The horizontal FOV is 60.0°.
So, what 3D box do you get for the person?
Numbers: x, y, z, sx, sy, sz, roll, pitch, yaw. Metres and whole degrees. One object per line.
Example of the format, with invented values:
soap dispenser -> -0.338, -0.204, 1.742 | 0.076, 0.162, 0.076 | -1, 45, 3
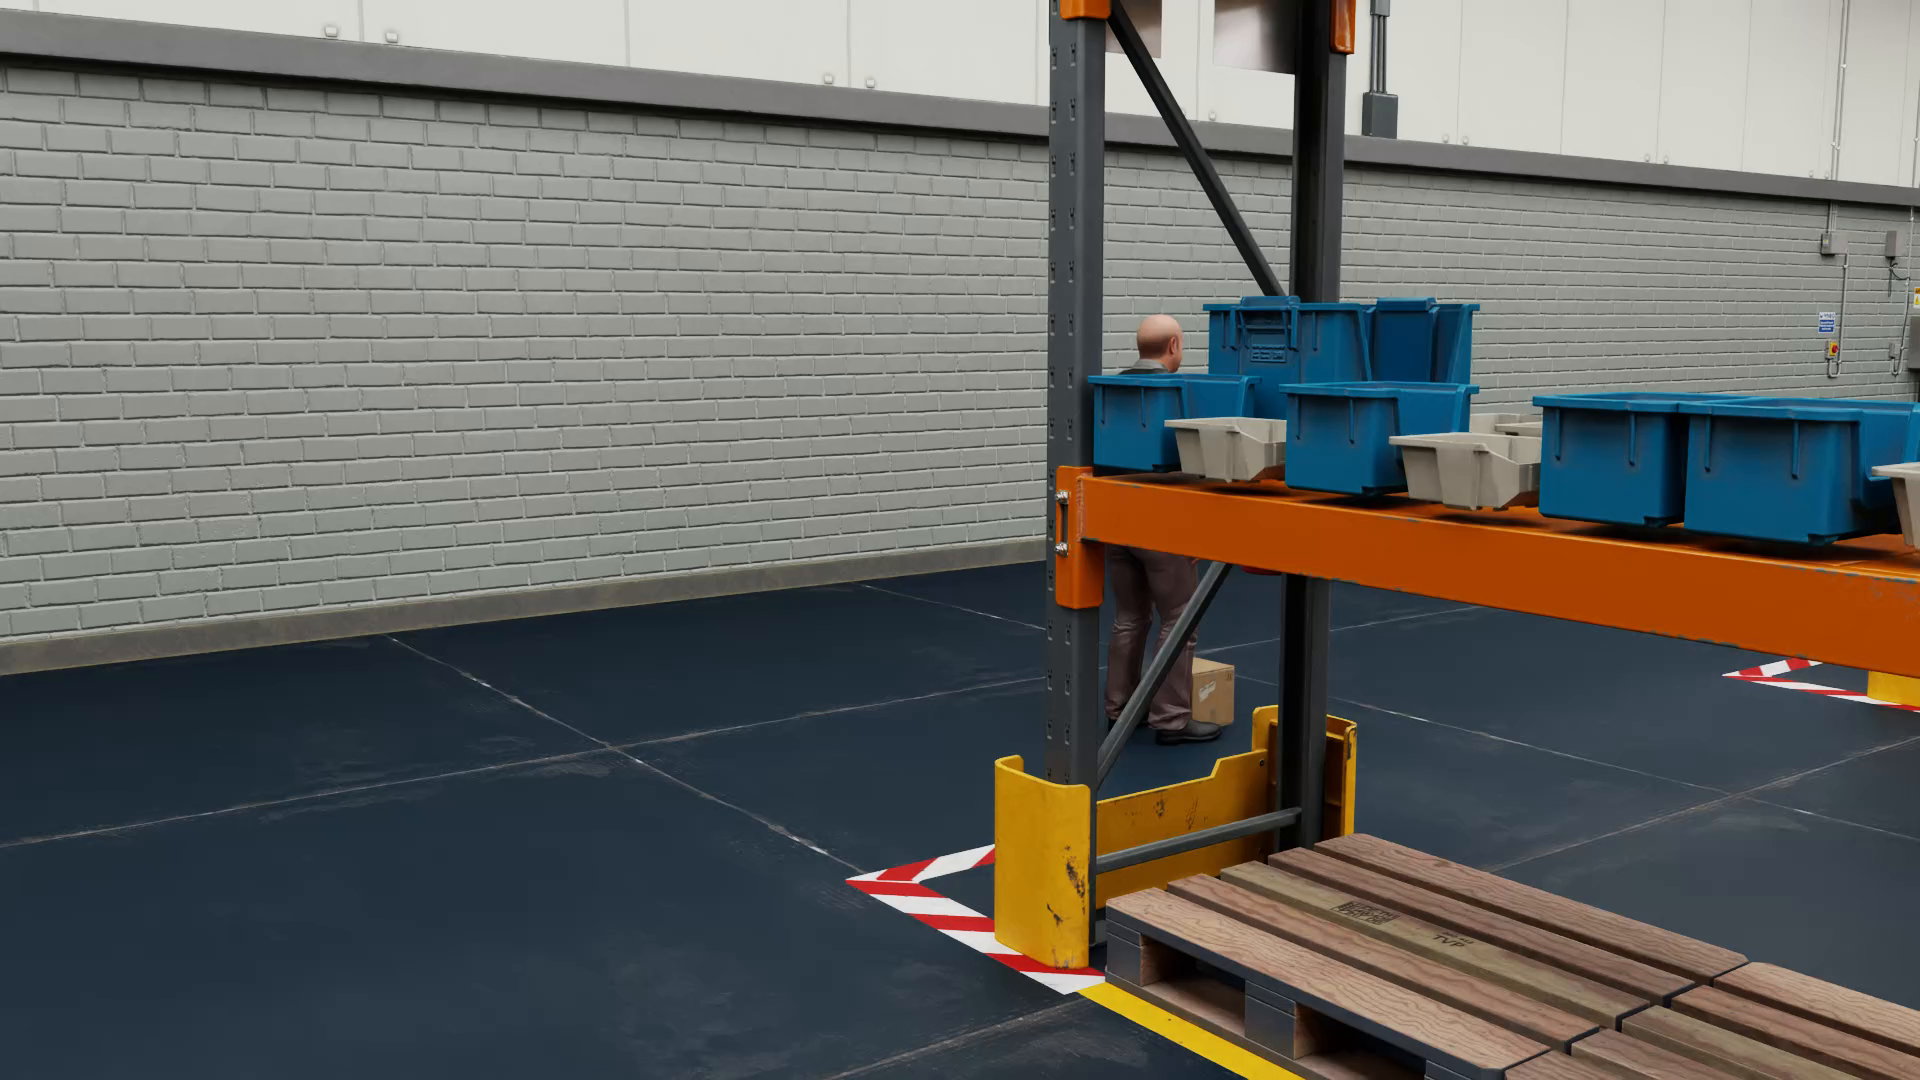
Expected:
person -> 0.759, -0.052, 6.776 | 0.420, 1.720, 0.575 | -6, 10, -38
